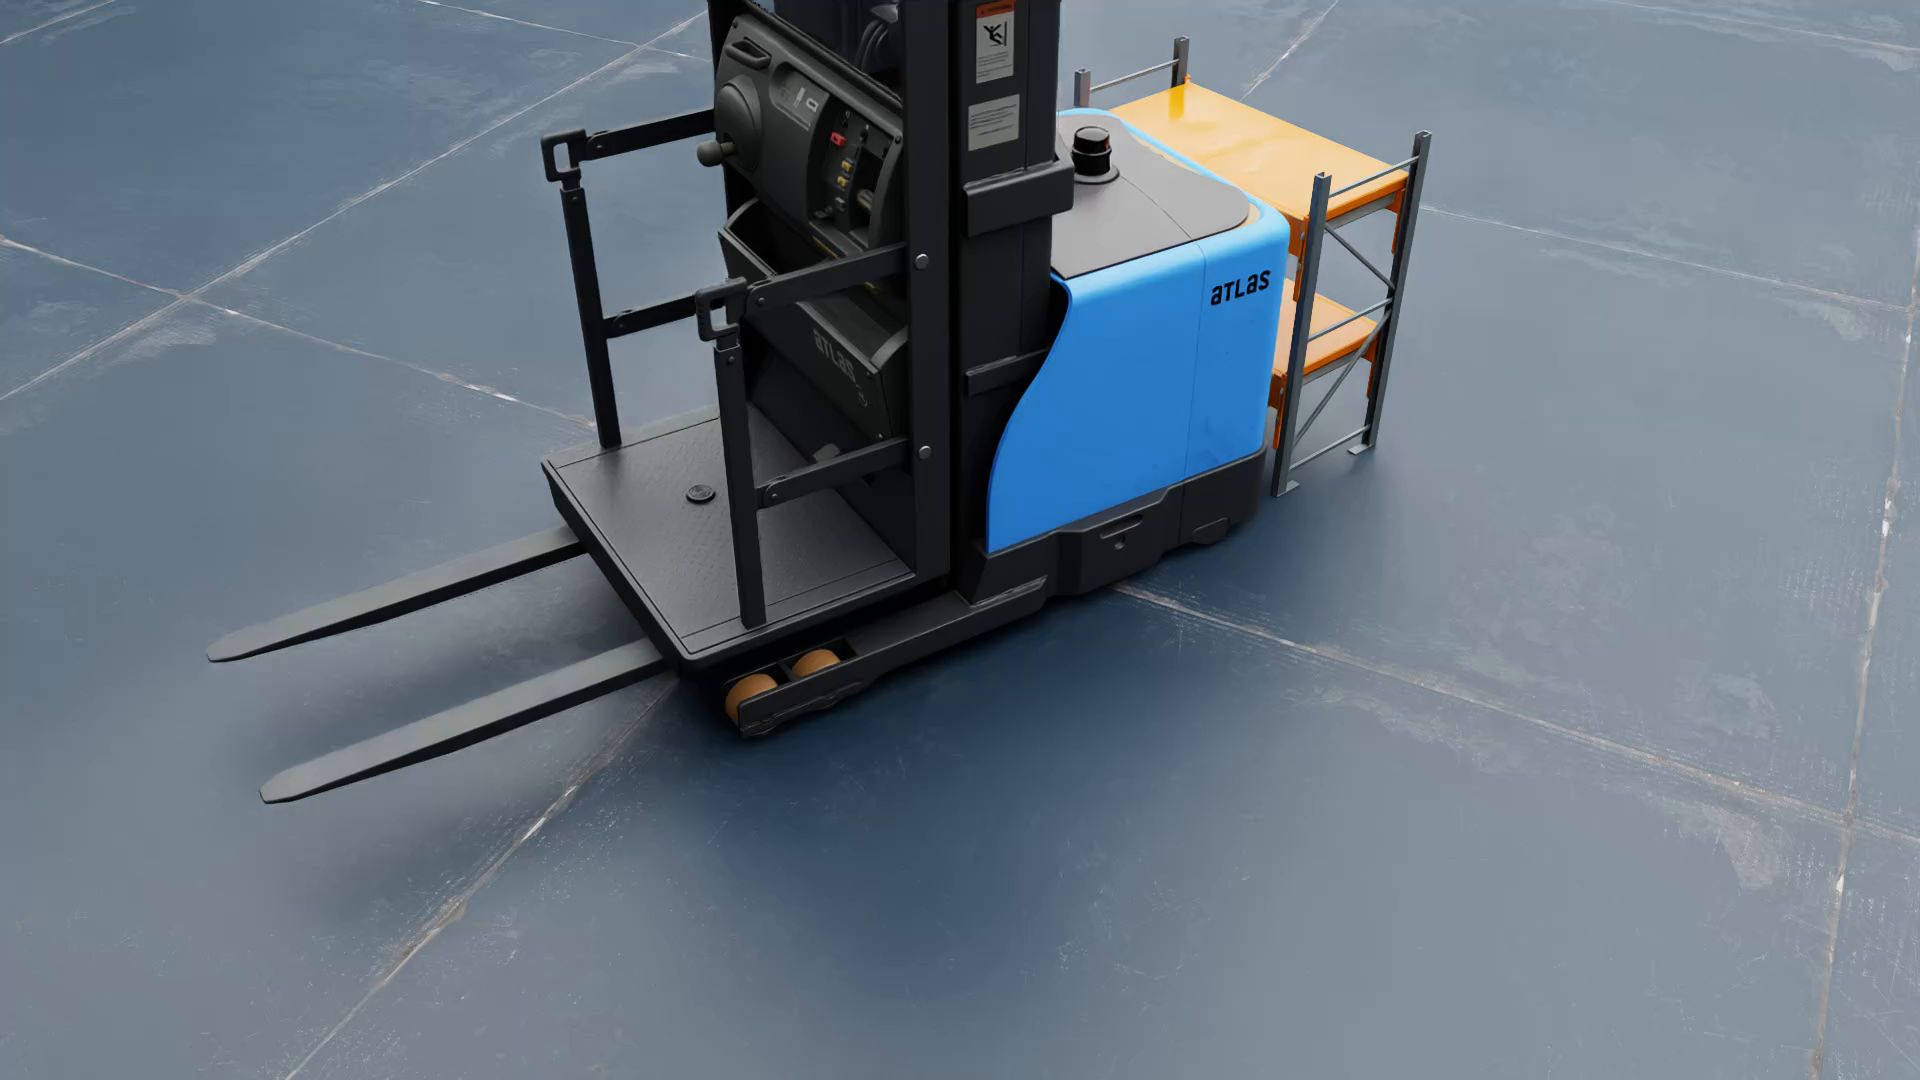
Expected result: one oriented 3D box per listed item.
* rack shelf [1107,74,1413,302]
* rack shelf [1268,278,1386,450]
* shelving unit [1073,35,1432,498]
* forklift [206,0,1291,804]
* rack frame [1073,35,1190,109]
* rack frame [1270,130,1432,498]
[{"bbox_3d":[0.897,-1.159,5.362,0.538,0.278,1.000,-26,44,-30],"label":"rack shelf"},{"bbox_3d":[0.897,-0.731,5.687,0.538,0.278,1.000,-26,44,-30],"label":"rack shelf"},{"bbox_3d":[0.897,-0.926,5.539,0.538,1.125,1.048,-26,44,-30],"label":"shelving unit"},{"bbox_3d":[-0.574,-1.001,4.144,3.031,2.935,1.130,-20,42,-25],"label":"forklift"},{"bbox_3d":[0.575,-1.164,5.853,0.500,1.125,0.032,-26,44,-30],"label":"rack frame"},{"bbox_3d":[1.219,-0.688,5.226,0.500,1.125,0.032,-26,44,-30],"label":"rack frame"}]
